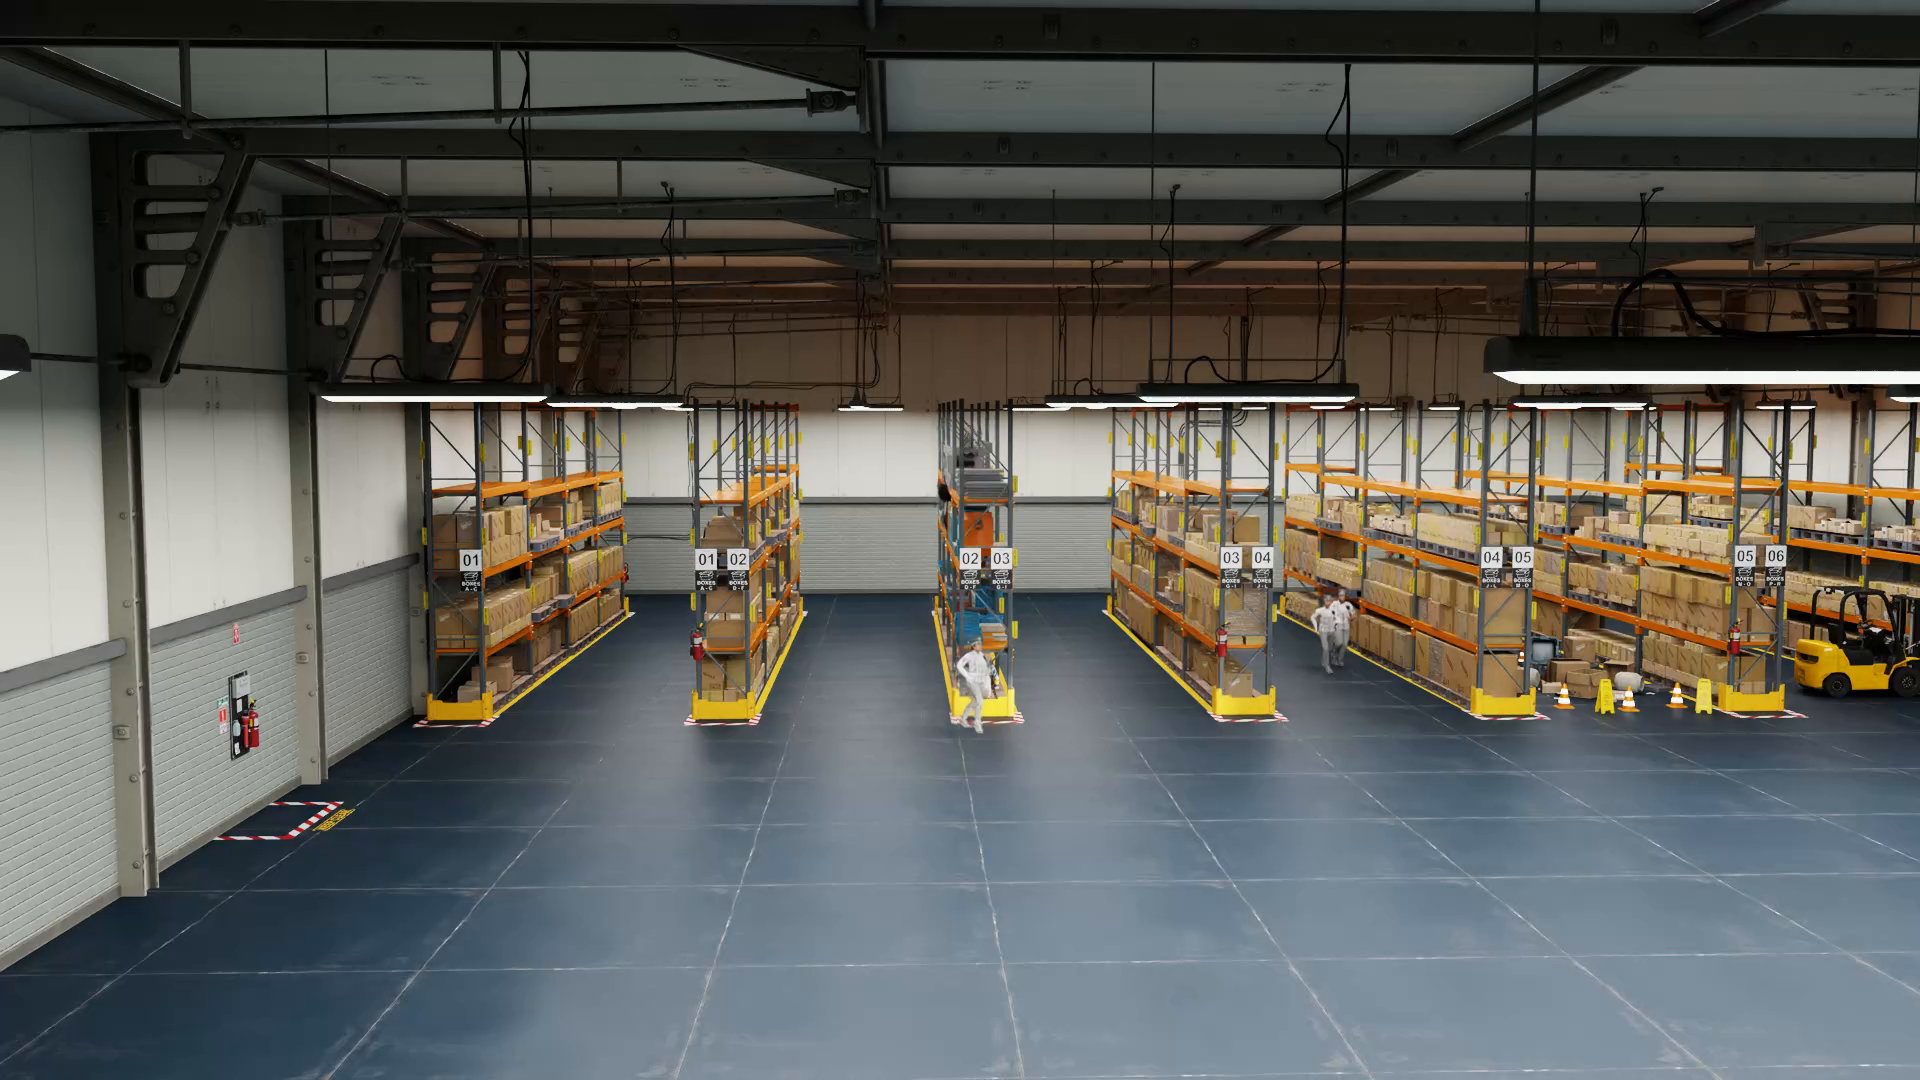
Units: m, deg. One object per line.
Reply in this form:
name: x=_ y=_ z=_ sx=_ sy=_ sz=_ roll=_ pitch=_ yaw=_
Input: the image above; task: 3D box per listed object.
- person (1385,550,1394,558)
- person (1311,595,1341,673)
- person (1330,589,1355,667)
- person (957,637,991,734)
person: x=12.831 y=1.120 z=49.272 sx=0.668 sy=1.761 sz=0.667 roll=1 pitch=4 yaw=11
person: x=8.135 y=2.054 z=36.869 sx=0.608 sy=1.683 sz=0.940 roll=-1 pitch=4 yaw=-8
person: x=8.616 y=1.993 z=37.560 sx=0.646 sy=1.774 sz=0.677 roll=0 pitch=4 yaw=-6
person: x=0.261 y=2.617 z=30.037 sx=0.677 sy=1.755 sz=0.591 roll=3 pitch=5 yaw=35
